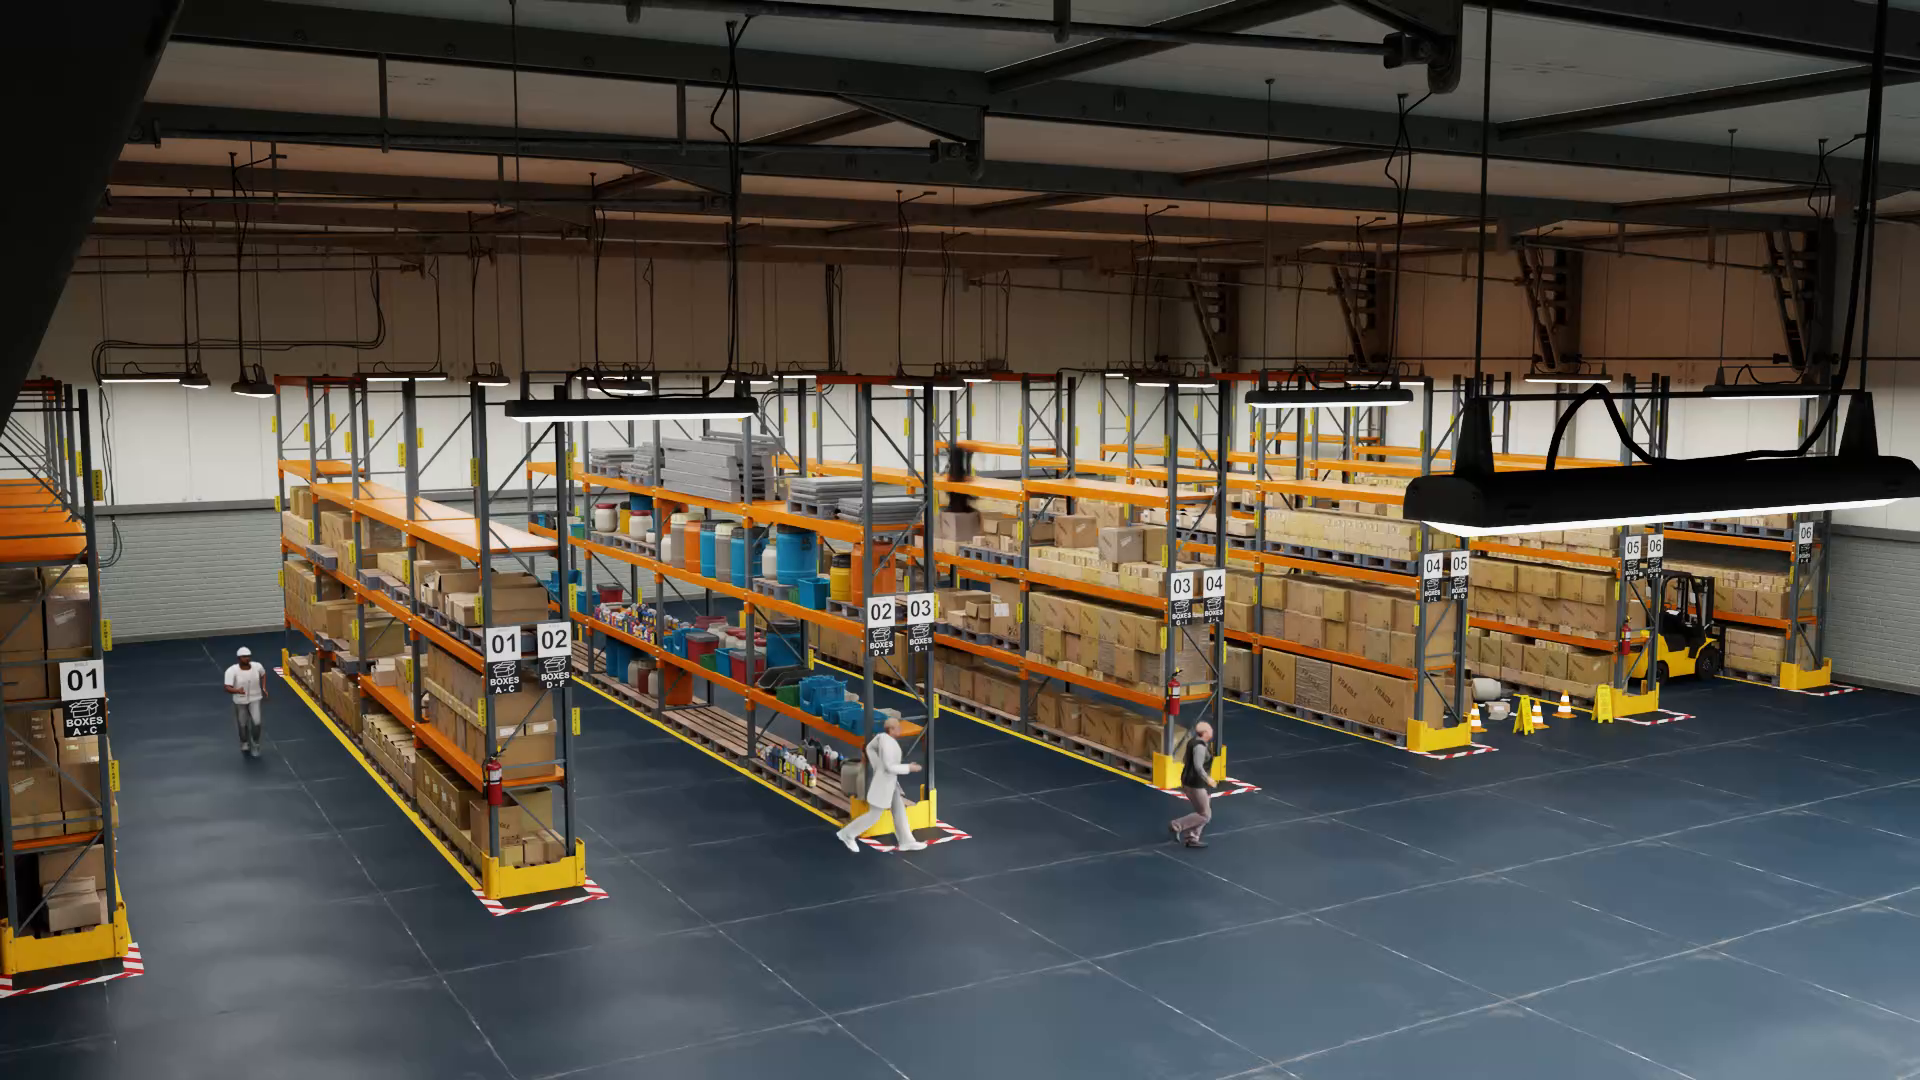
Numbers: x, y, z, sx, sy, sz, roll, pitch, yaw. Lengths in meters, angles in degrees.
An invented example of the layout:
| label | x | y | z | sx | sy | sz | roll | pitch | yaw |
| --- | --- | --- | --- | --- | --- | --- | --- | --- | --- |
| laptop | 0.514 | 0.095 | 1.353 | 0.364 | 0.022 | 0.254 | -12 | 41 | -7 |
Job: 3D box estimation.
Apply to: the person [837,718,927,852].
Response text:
| label | x | y | z | sx | sy | sz | roll | pitch | yaw |
| --- | --- | --- | --- | --- | --- | --- | --- | --- | --- |
| person | -0.991 | 3.117 | 21.084 | 1.148 | 1.738 | 0.672 | 0 | 6 | 0 |

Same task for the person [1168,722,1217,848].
| label | x | y | z | sx | sy | sz | roll | pitch | yaw |
| --- | --- | --- | --- | --- | --- | --- | --- | --- | --- |
| person | 2.989 | 3.169 | 21.480 | 0.630 | 1.658 | 0.659 | 0 | 6 | -3 |

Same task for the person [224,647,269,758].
| label | x | y | z | sx | sy | sz | roll | pitch | yaw |
| --- | --- | --- | --- | --- | --- | --- | --- | --- | --- |
| person | -11.296 | 2.578 | 26.361 | 0.655 | 1.786 | 0.811 | -3 | 7 | -27 |
